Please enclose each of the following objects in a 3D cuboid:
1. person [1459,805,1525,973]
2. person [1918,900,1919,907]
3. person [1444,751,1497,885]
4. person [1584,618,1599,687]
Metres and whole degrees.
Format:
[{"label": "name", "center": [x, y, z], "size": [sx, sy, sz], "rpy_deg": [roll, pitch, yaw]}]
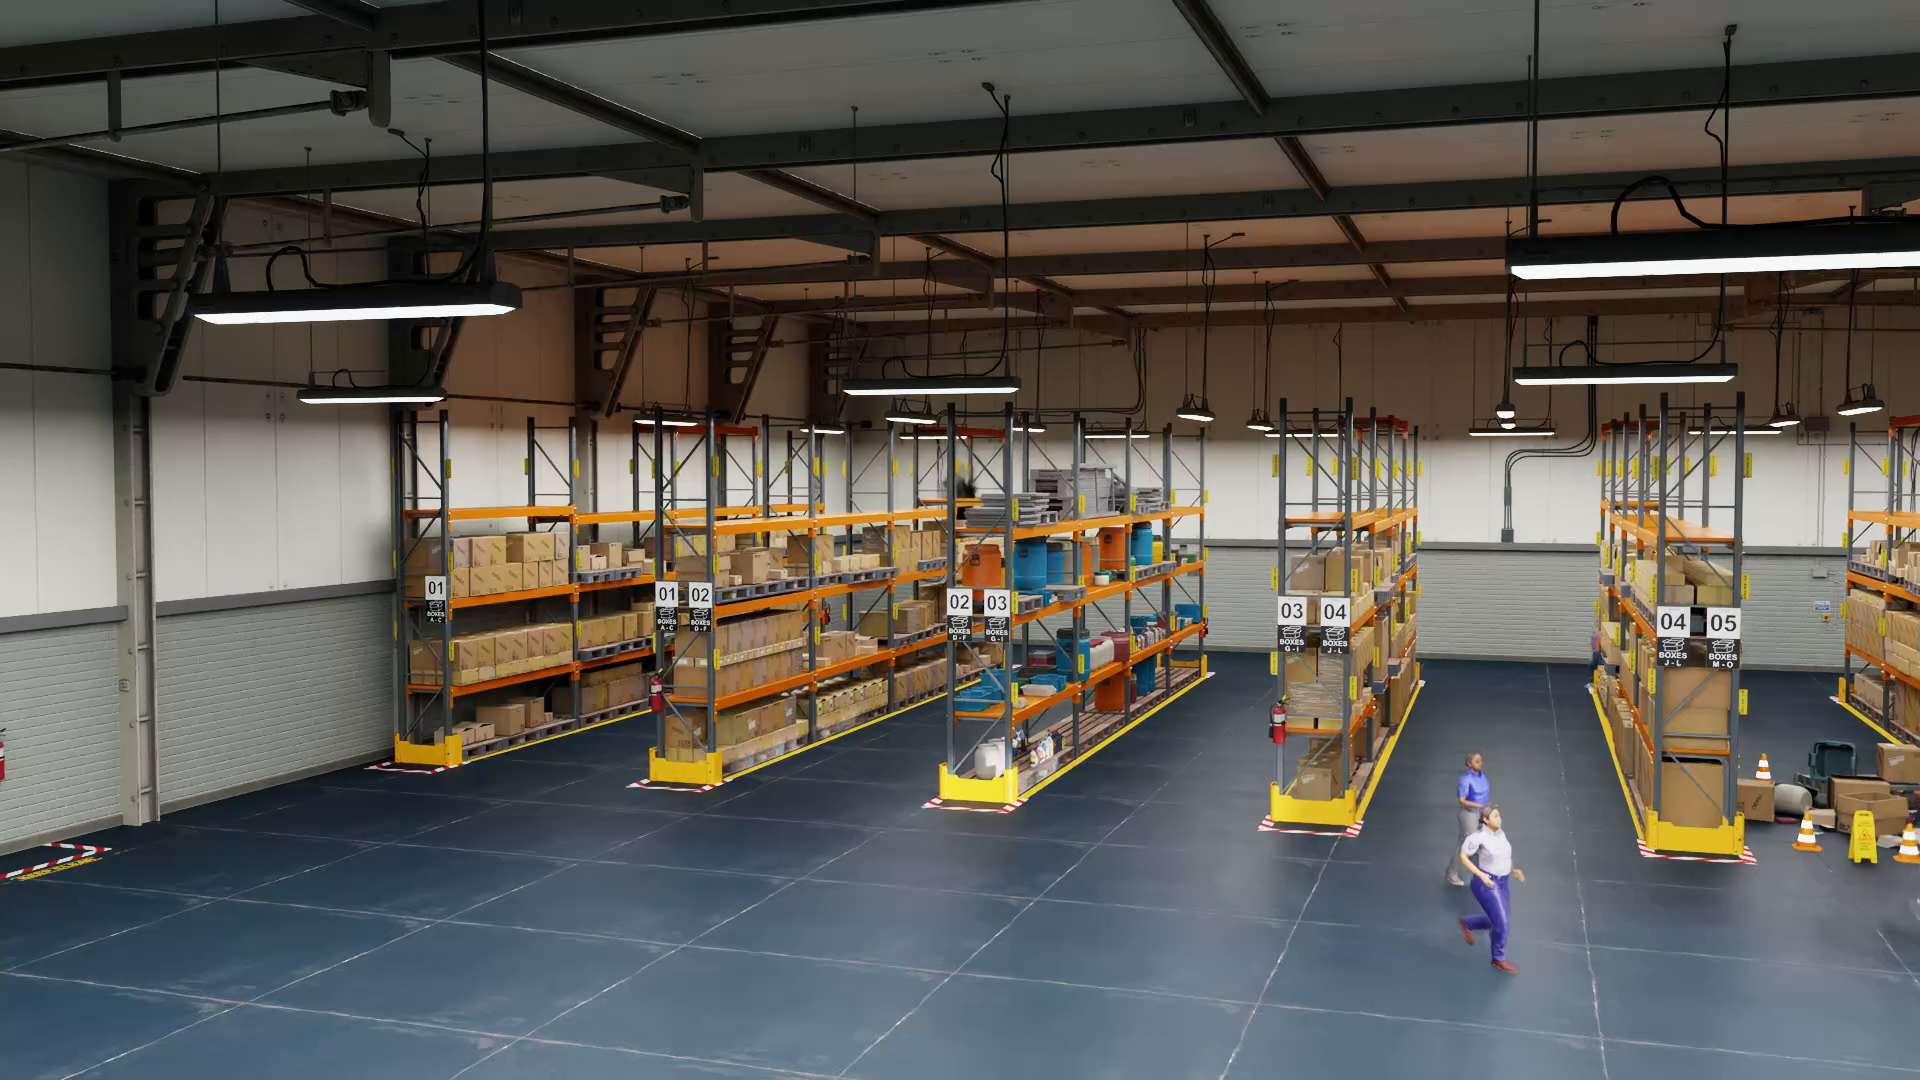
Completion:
[{"label": "person", "center": [5.328, 3.492, 16.773], "size": [0.607, 1.624, 0.703], "rpy_deg": [-2, 3, -39]}, {"label": "person", "center": [10.427, 3.429, 17.452], "size": [0.618, 1.687, 0.759], "rpy_deg": [-1, 3, -30]}, {"label": "person", "center": [6.075, 3.345, 19.689], "size": [0.576, 1.705, 0.726], "rpy_deg": [-2, 3, -32]}, {"label": "person", "center": [14.711, 2.591, 38.153], "size": [0.746, 1.604, 0.592], "rpy_deg": [0, 2, -7]}]
